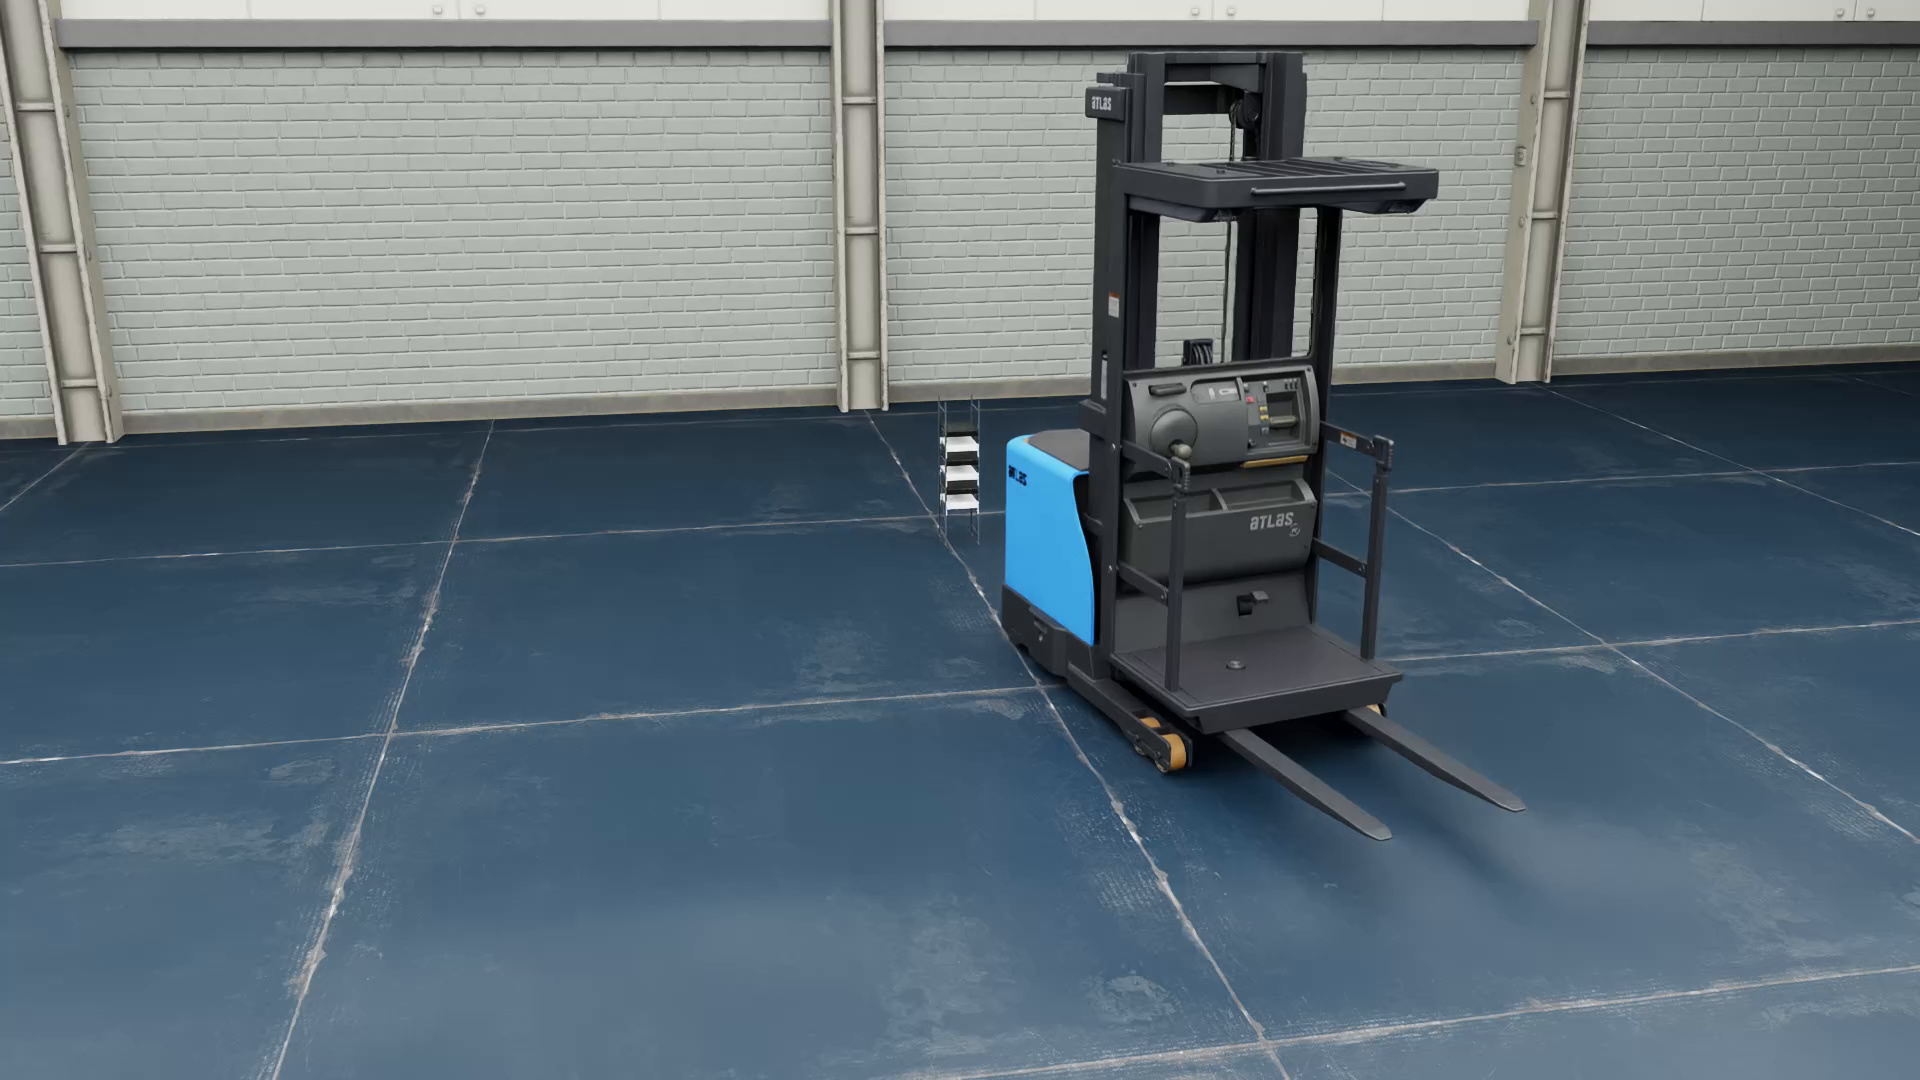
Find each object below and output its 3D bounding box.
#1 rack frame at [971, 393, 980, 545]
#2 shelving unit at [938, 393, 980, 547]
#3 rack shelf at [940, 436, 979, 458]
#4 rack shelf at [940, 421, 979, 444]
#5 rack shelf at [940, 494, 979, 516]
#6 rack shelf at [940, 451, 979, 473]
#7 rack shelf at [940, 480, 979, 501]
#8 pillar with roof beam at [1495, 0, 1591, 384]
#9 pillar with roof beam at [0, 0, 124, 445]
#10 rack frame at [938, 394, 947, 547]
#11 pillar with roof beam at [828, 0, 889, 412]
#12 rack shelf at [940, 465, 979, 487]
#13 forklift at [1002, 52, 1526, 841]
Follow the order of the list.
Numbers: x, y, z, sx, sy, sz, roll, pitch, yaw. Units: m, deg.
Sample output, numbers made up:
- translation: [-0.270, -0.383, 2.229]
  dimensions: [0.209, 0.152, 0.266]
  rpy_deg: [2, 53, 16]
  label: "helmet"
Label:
- translation: [0.092, -0.435, 10.197]
  dimensions: [0.006, 0.900, 0.240]
  rpy_deg: [-3, 17, -10]
  label: "rack frame"
- translation: [-0.008, -0.430, 10.178]
  dimensions: [0.210, 0.900, 0.258]
  rpy_deg: [-3, 17, -10]
  label: "shelving unit"
- translation: [-0.008, -0.570, 10.135]
  dimensions: [0.200, 0.077, 0.258]
  rpy_deg: [-3, 17, -10]
  label: "rack shelf"
- translation: [-0.008, -0.656, 10.109]
  dimensions: [0.200, 0.077, 0.258]
  rpy_deg: [-3, 17, -10]
  label: "rack shelf"
- translation: [-0.008, -0.226, 10.241]
  dimensions: [0.200, 0.077, 0.258]
  rpy_deg: [-3, 17, -10]
  label: "rack shelf"
- translation: [-0.008, -0.484, 10.162]
  dimensions: [0.200, 0.077, 0.258]
  rpy_deg: [-3, 17, -10]
  label: "rack shelf"
- translation: [-0.008, -0.312, 10.214]
  dimensions: [0.200, 0.077, 0.258]
  rpy_deg: [-3, 17, -10]
  label: "rack shelf"
- translation: [5.893, -4.509, 9.666]
  dimensions: [0.400, 9.000, 9.100]
  rpy_deg: [-3, 17, -10]
  label: "pillar with roof beam"
- translation: [-5.889, -3.841, 7.490]
  dimensions: [0.400, 9.000, 9.100]
  rpy_deg: [-3, 17, -10]
  label: "pillar with roof beam"
- translation: [-0.108, -0.424, 10.160]
  dimensions: [0.006, 0.900, 0.240]
  rpy_deg: [-3, 17, -10]
  label: "rack frame"
- translation: [0.002, -4.175, 8.578]
  dimensions: [0.400, 9.000, 9.100]
  rpy_deg: [-3, 17, -10]
  label: "pillar with roof beam"
- translation: [-0.008, -0.398, 10.188]
  dimensions: [0.200, 0.077, 0.258]
  rpy_deg: [-3, 17, -10]
  label: "rack shelf"
- translation: [1.248, -0.550, 7.111]
  dimensions: [1.130, 2.935, 3.031]
  rpy_deg: [-7, 18, -21]
  label: "forklift"
